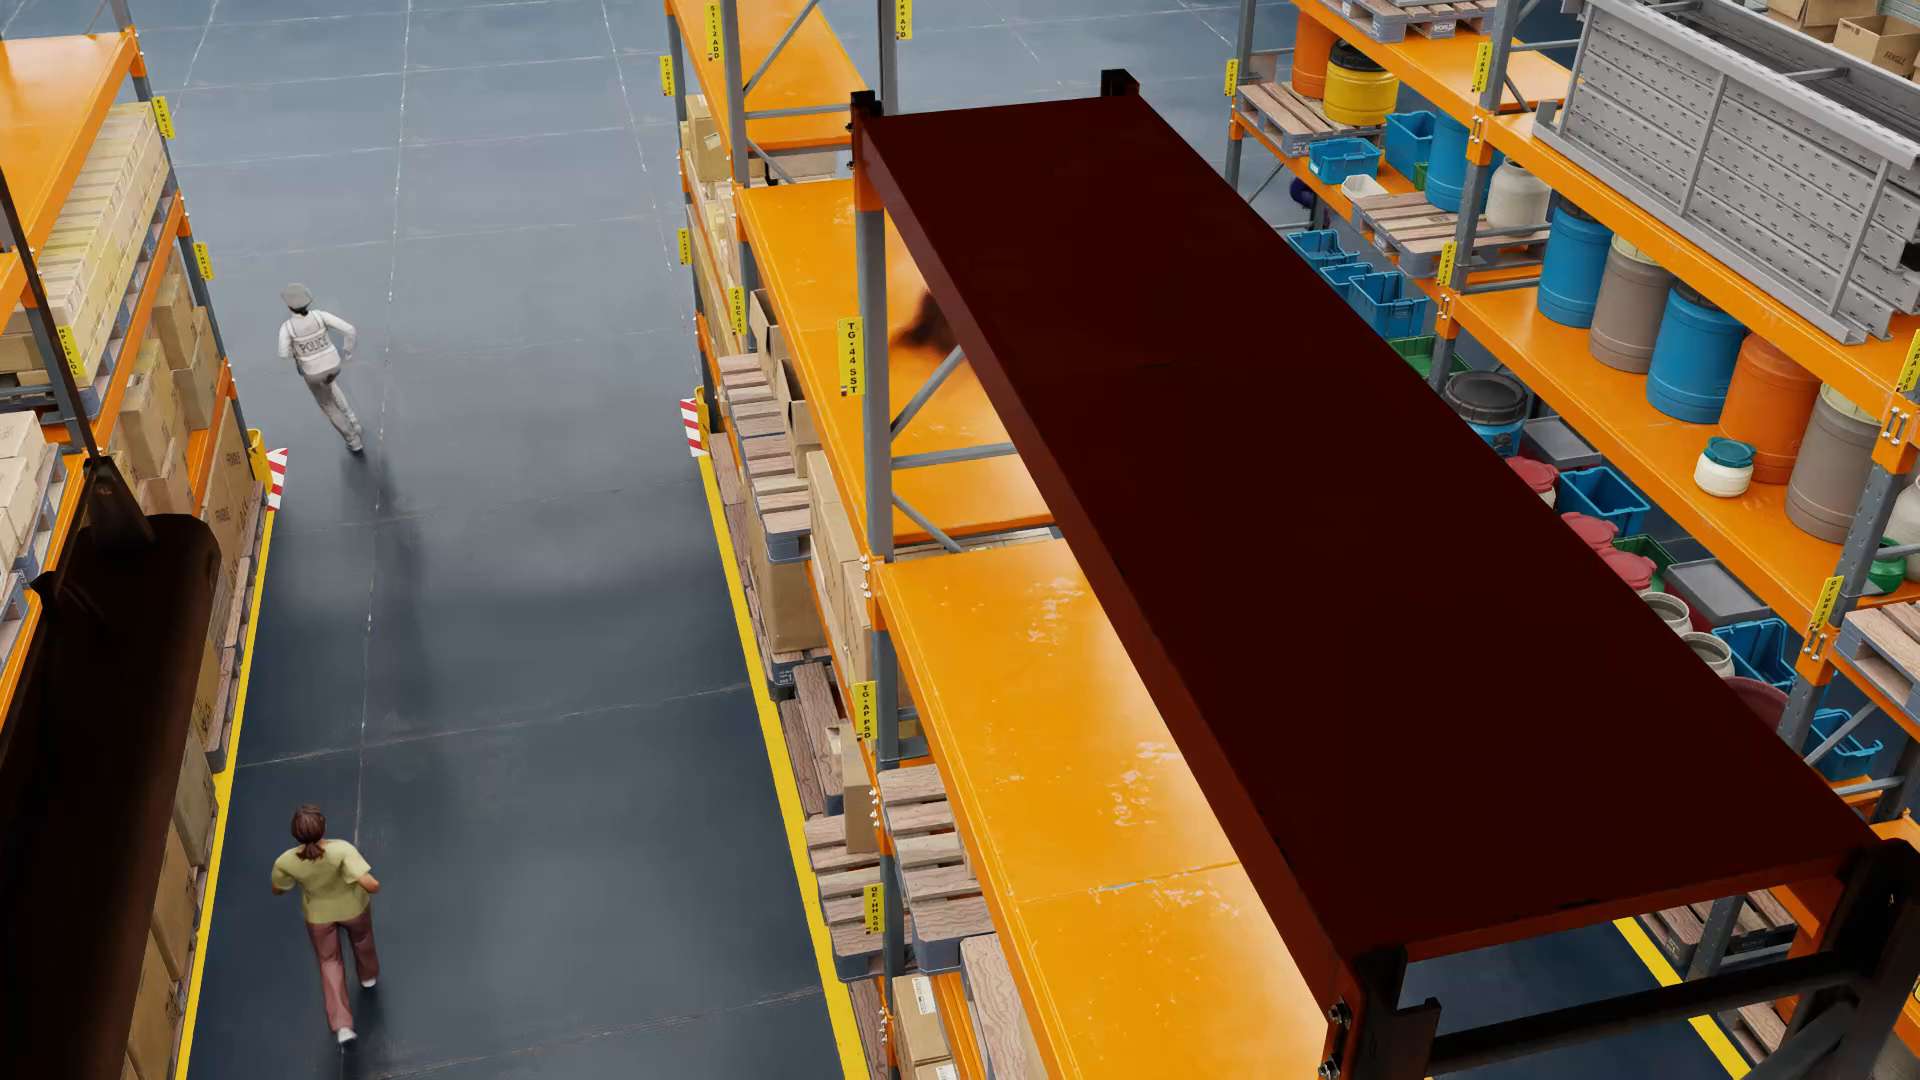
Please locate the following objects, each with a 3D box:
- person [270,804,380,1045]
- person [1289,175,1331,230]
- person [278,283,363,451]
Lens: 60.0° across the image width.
[{"bbox_3d":[-3.562,2.131,9.497,0.585,1.645,0.929,-10,36,-14],"label":"person"},{"bbox_3d":[4.052,-4.281,18.941,0.508,1.599,0.616,10,36,14],"label":"person"},{"bbox_3d":[-5.752,-1.556,14.908,0.570,1.664,0.612,27,43,34],"label":"person"}]
